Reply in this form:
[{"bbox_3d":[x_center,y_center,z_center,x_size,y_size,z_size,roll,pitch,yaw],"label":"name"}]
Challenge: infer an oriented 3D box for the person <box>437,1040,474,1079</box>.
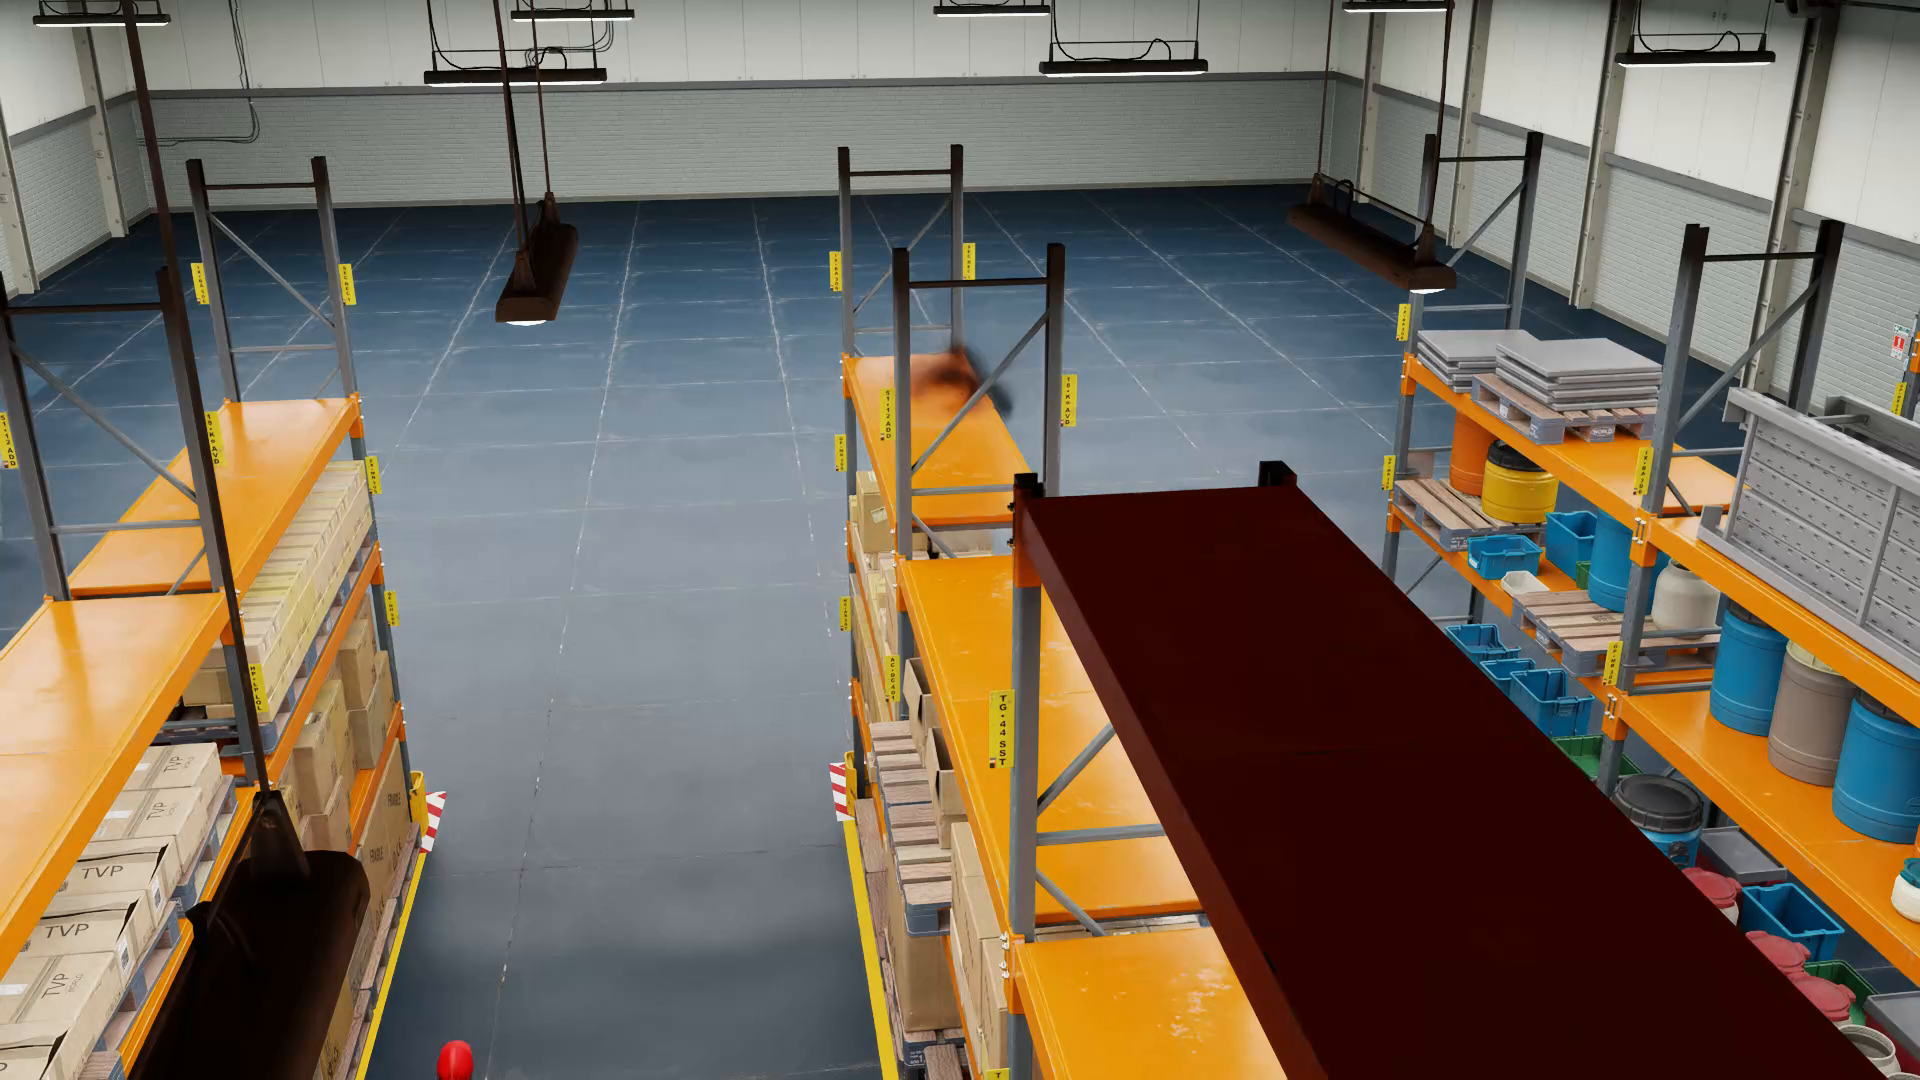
[{"bbox_3d":[-2.905,3.730,9.847,0.637,1.762,0.832,-6,22,-15],"label":"person"}]
